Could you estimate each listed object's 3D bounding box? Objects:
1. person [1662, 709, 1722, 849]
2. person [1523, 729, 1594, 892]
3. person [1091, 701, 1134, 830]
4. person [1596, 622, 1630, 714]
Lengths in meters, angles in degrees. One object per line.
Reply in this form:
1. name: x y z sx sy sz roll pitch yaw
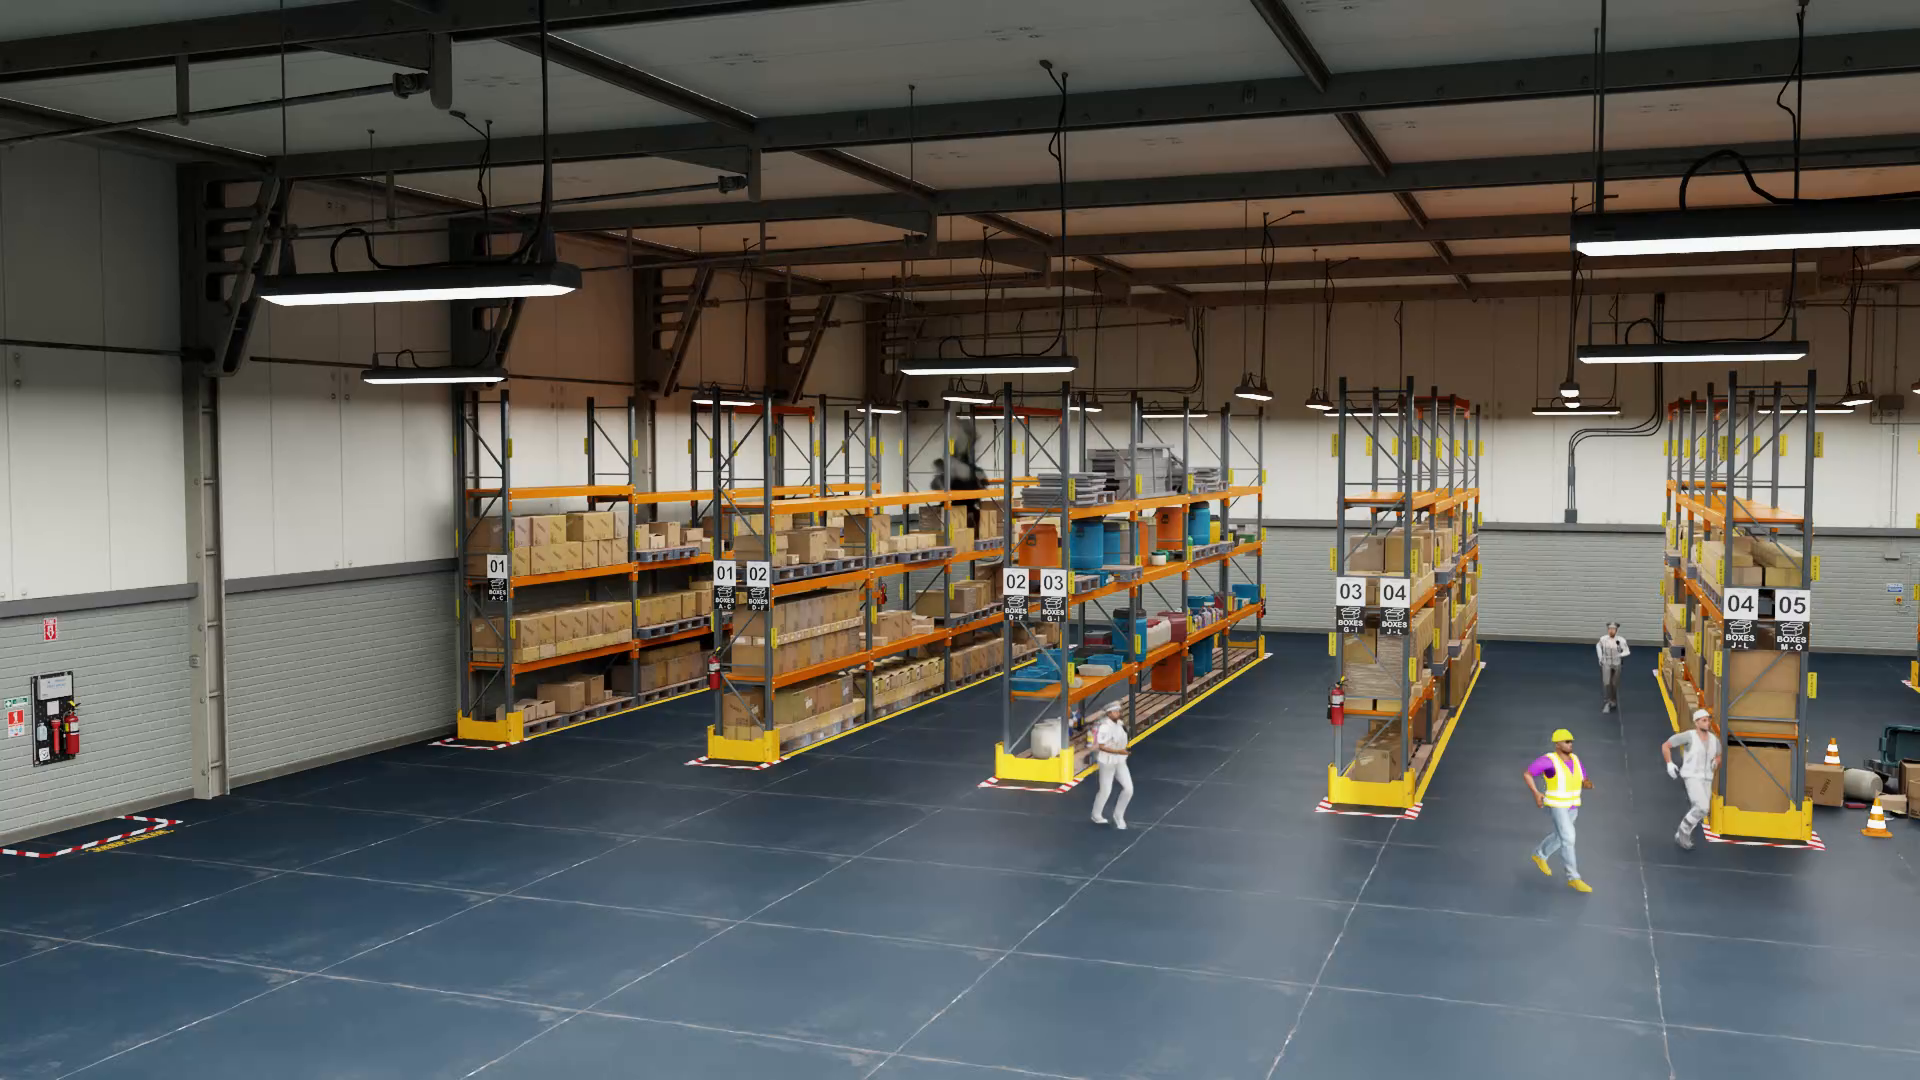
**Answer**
1. person: 9.206 2.979 20.716 0.677 1.728 0.600 -1 3 -18
2. person: 6.885 3.039 18.995 0.705 1.760 0.966 -2 4 -28
3. person: 2.029 2.967 21.868 0.593 1.747 0.717 -2 4 -38
4. person: 12.449 2.410 31.712 0.605 1.730 0.794 1 3 22
